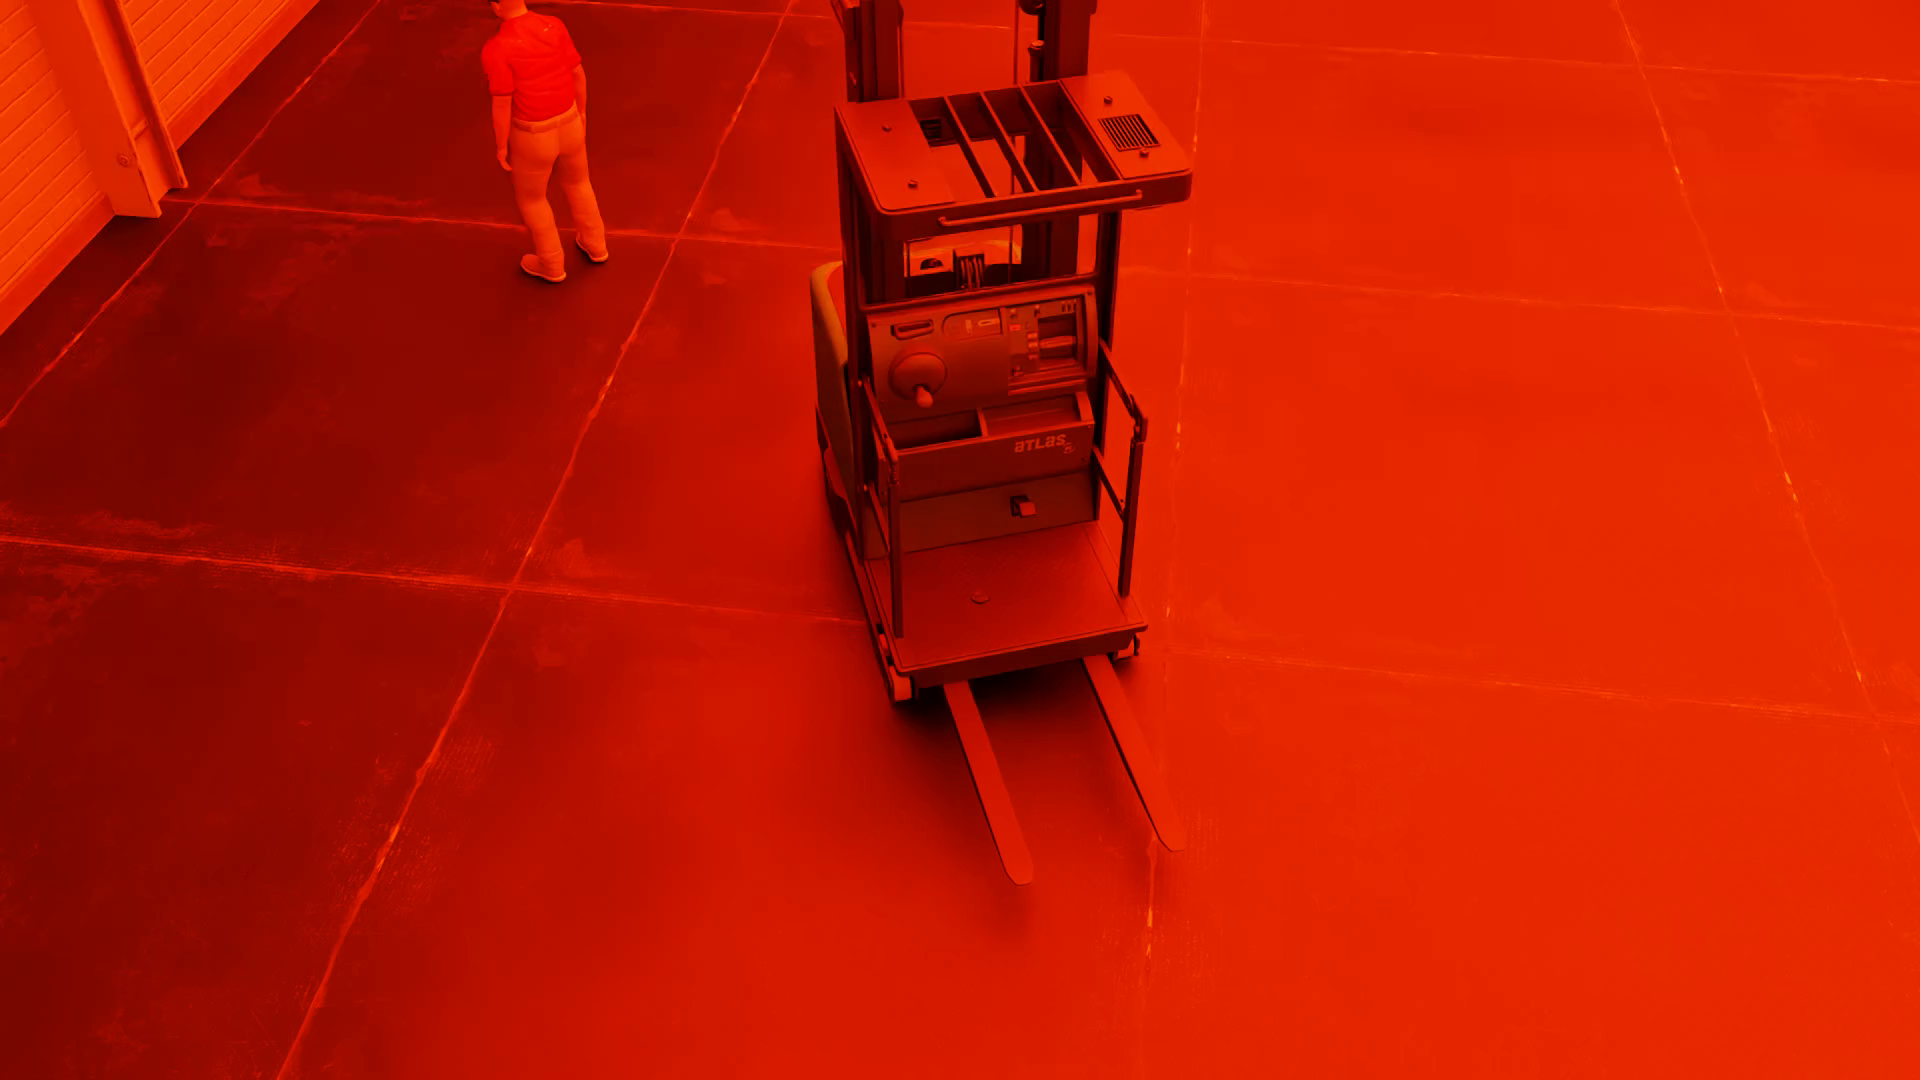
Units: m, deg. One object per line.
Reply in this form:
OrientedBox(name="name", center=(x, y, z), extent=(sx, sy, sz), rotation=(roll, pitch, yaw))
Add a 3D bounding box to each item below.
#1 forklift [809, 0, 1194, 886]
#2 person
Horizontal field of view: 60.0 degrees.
OrientedBox(name="forklift", center=(0.153, -0.681, 6.465), extent=(1.130, 2.935, 3.031), rotation=(-10, 44, -11))
OrientedBox(name="person", center=(-2.274, -2.222, 9.034), extent=(0.585, 1.725, 0.396), rotation=(-34, 52, -31))
